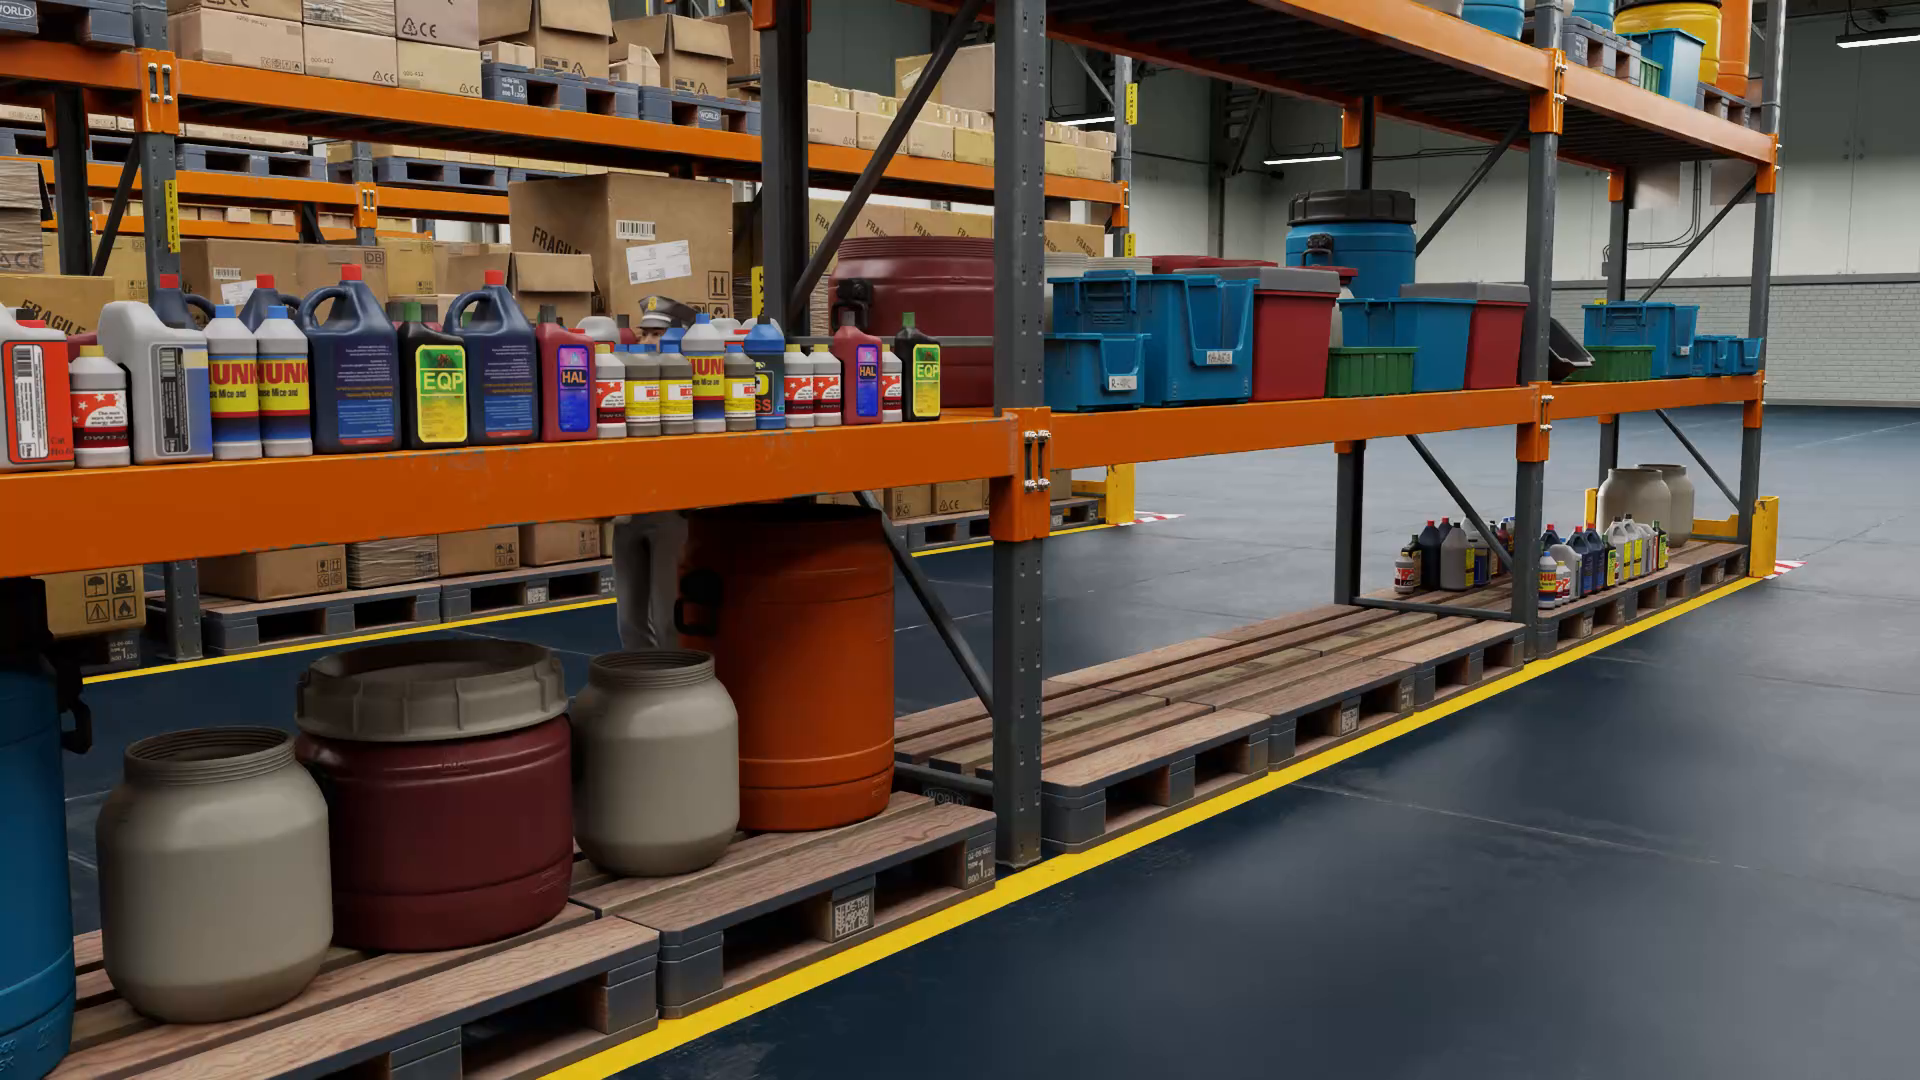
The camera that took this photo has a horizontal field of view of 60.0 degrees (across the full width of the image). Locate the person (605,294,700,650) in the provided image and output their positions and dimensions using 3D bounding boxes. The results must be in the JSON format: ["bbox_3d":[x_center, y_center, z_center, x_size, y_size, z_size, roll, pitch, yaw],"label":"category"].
[{"bbox_3d":[-1.182,-0.061,6.160,0.459,1.686,0.553,6,9,40],"label":"person"}]
